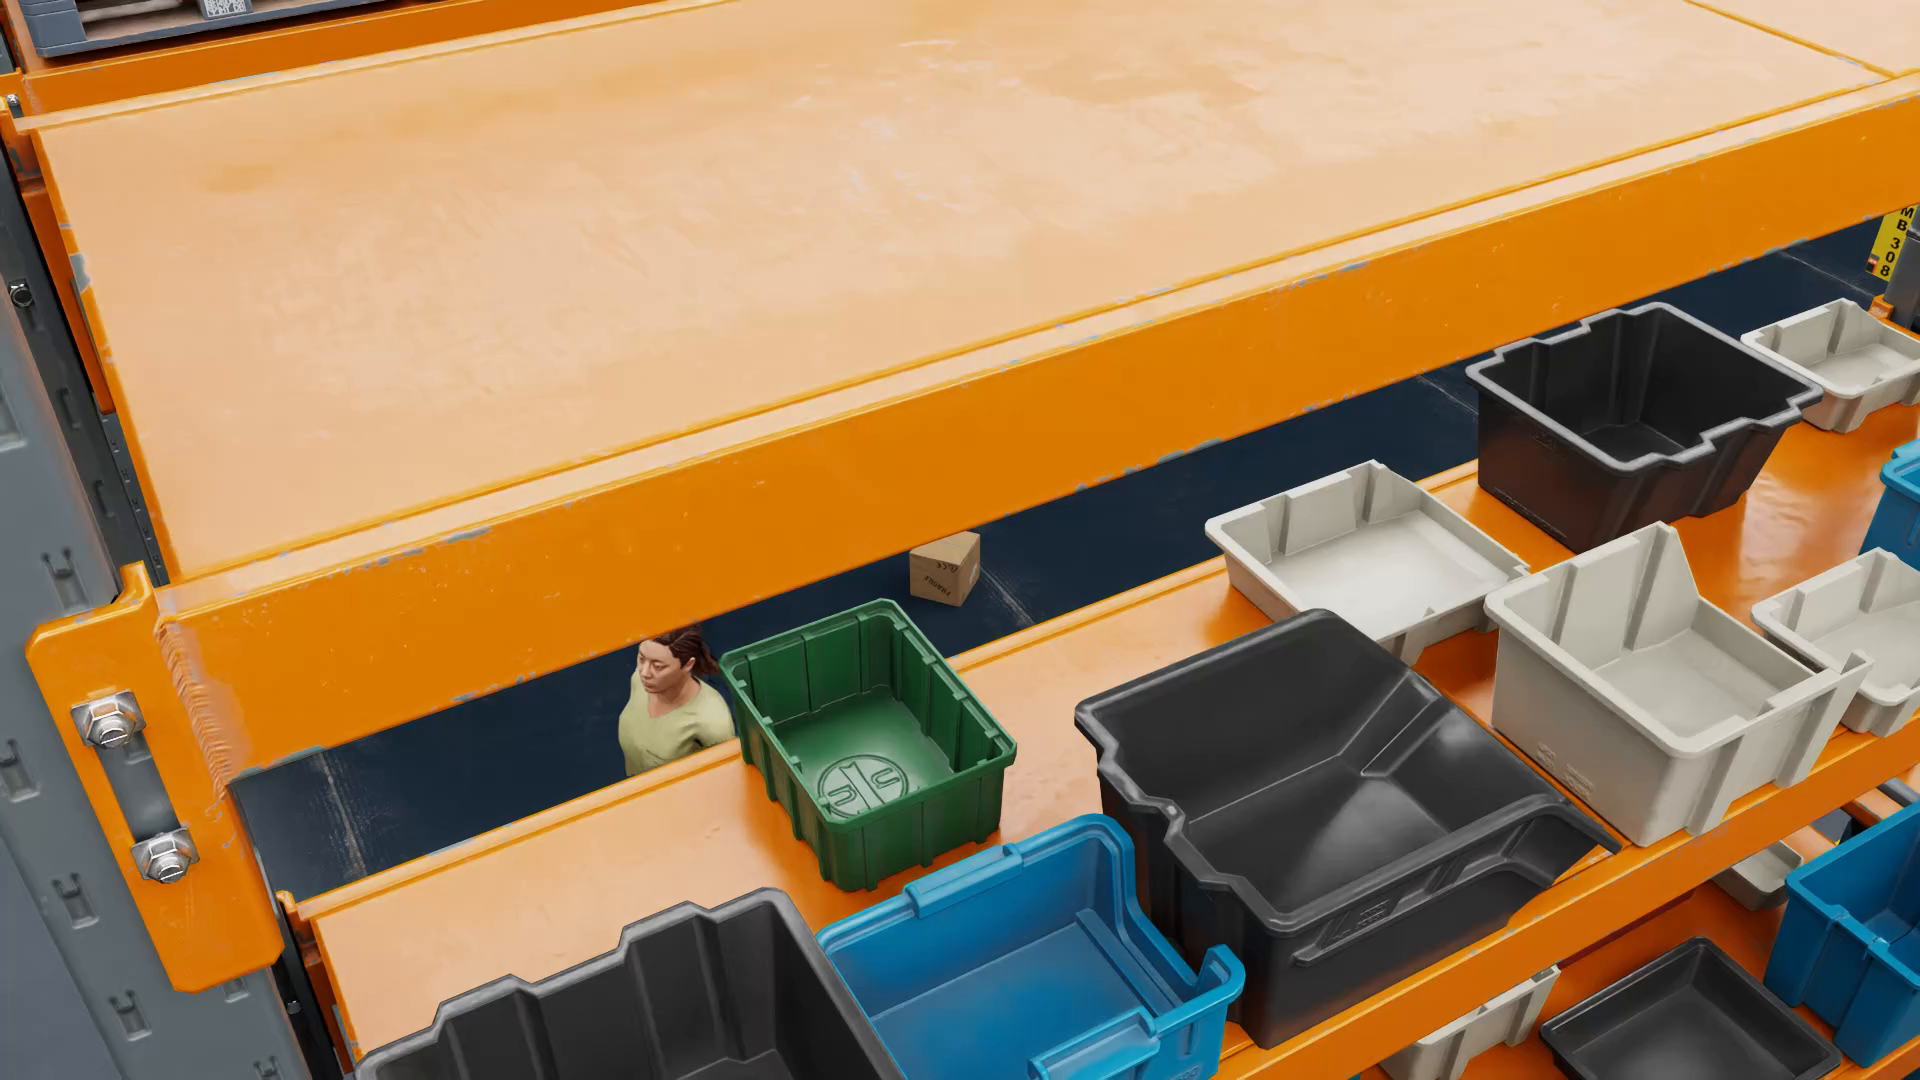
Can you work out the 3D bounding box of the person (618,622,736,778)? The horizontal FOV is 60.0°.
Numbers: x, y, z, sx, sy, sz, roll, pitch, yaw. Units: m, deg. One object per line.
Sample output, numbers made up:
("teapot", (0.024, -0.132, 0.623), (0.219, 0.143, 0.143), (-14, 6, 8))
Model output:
("person", (-0.903, 0.904, 5.407), (0.468, 1.668, 0.487), (28, 45, 32))
